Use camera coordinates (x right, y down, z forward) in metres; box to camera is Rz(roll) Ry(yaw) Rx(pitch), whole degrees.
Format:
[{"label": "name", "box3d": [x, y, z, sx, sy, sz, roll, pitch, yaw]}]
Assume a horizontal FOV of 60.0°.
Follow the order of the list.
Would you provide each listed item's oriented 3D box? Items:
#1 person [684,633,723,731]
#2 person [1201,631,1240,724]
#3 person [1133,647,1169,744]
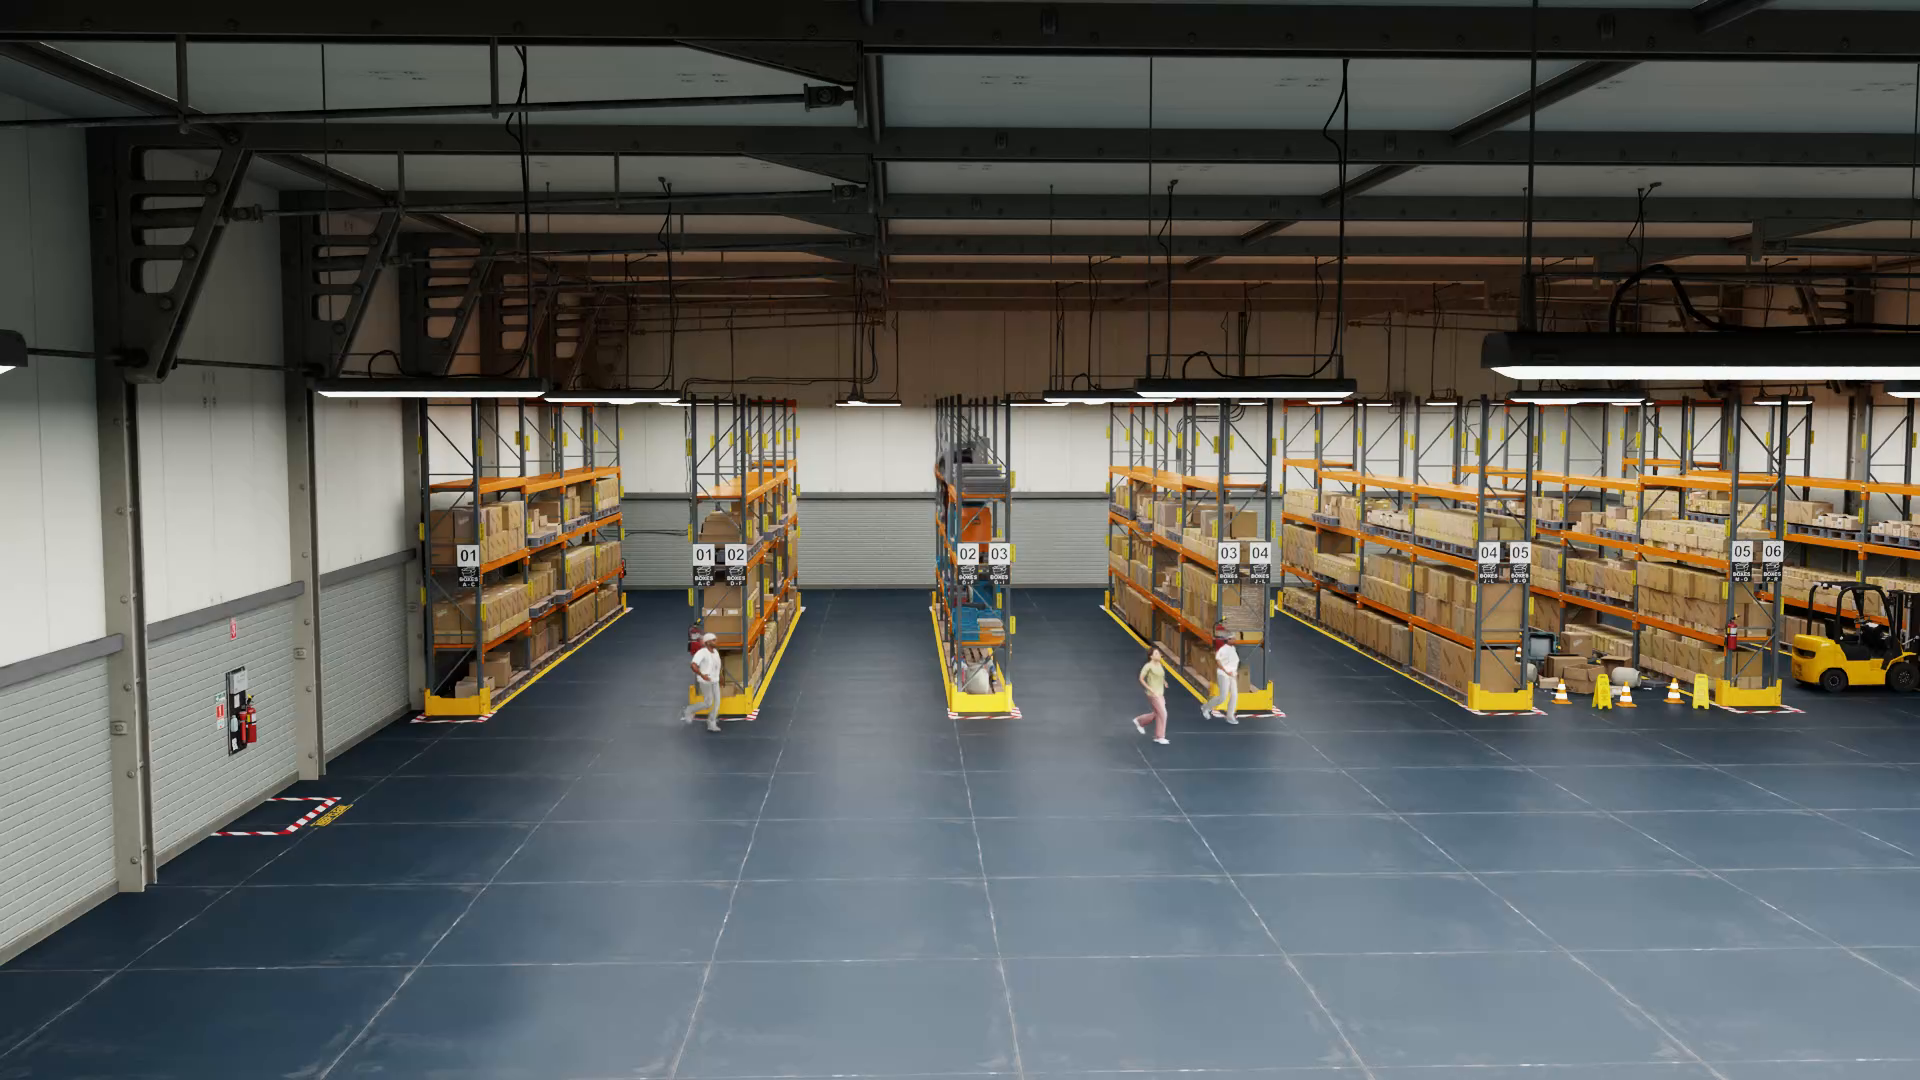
[{"label": "person", "box3d": [-4.490, 2.526, 29.786, 0.791, 1.711, 0.758, 2, 5, 28]}, {"label": "person", "box3d": [4.890, 2.498, 30.472, 0.776, 1.655, 0.654, 4, 6, 40]}, {"label": "person", "box3d": [3.306, 2.660, 28.629, 0.687, 1.653, 0.575, 3, 5, 34]}]
